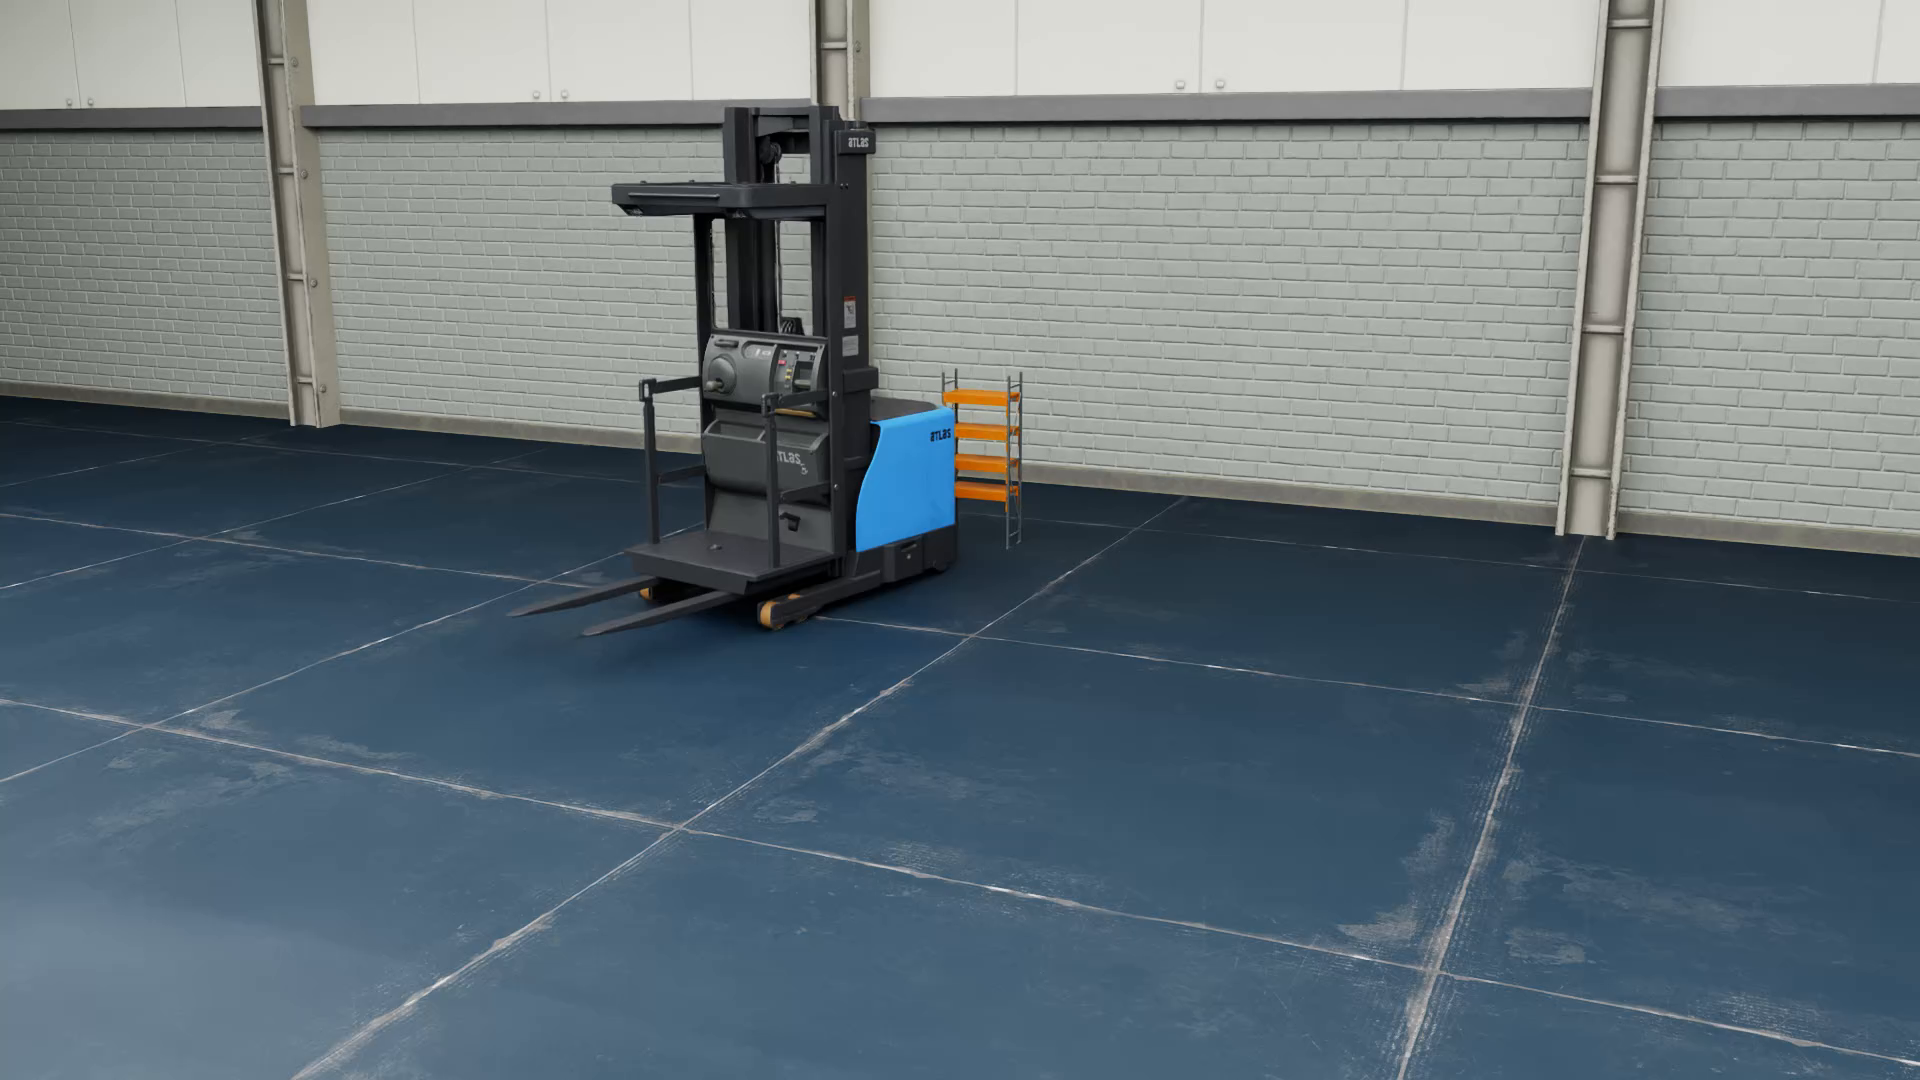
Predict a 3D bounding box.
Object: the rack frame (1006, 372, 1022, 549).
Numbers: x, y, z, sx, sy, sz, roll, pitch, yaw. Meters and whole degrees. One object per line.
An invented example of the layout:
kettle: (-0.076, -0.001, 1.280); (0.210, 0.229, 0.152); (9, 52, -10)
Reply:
rack frame: (0.374, -0.546, 11.456); (0.015, 1.200, 0.240); (6, 14, 23)

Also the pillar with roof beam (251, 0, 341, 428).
pillar with roof beam: (-8.207, -4.644, 11.847); (0.400, 9.000, 9.100); (6, 14, 23)

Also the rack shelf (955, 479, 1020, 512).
rack shelf: (0.151, -0.310, 11.613); (0.480, 0.148, 0.258); (6, 14, 23)

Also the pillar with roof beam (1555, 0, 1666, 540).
pillar with roof beam: (2.765, -3.533, 7.115); (0.400, 9.000, 9.100); (6, 14, 23)

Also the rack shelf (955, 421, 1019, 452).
rack shelf: (0.151, -0.721, 11.517); (0.480, 0.148, 0.258); (6, 14, 23)

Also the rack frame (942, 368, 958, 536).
rack frame: (-0.072, -0.591, 11.649); (0.015, 1.200, 0.240); (6, 14, 23)

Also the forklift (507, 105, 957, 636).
forklift: (-1.300, -1.037, 9.756); (1.130, 2.935, 3.031); (10, 16, 36)

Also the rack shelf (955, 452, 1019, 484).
rack shelf: (0.151, -0.503, 11.568); (0.480, 0.148, 0.258); (6, 14, 23)

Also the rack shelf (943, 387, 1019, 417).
rack shelf: (0.151, -0.951, 11.463); (0.480, 0.148, 0.258); (6, 14, 23)

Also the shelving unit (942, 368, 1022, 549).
shelving unit: (0.151, -0.569, 11.552); (0.503, 1.200, 0.258); (6, 14, 23)

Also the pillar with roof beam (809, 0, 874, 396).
pillar with roof beam: (-2.721, -4.089, 9.481); (0.400, 9.000, 9.100); (6, 14, 23)
